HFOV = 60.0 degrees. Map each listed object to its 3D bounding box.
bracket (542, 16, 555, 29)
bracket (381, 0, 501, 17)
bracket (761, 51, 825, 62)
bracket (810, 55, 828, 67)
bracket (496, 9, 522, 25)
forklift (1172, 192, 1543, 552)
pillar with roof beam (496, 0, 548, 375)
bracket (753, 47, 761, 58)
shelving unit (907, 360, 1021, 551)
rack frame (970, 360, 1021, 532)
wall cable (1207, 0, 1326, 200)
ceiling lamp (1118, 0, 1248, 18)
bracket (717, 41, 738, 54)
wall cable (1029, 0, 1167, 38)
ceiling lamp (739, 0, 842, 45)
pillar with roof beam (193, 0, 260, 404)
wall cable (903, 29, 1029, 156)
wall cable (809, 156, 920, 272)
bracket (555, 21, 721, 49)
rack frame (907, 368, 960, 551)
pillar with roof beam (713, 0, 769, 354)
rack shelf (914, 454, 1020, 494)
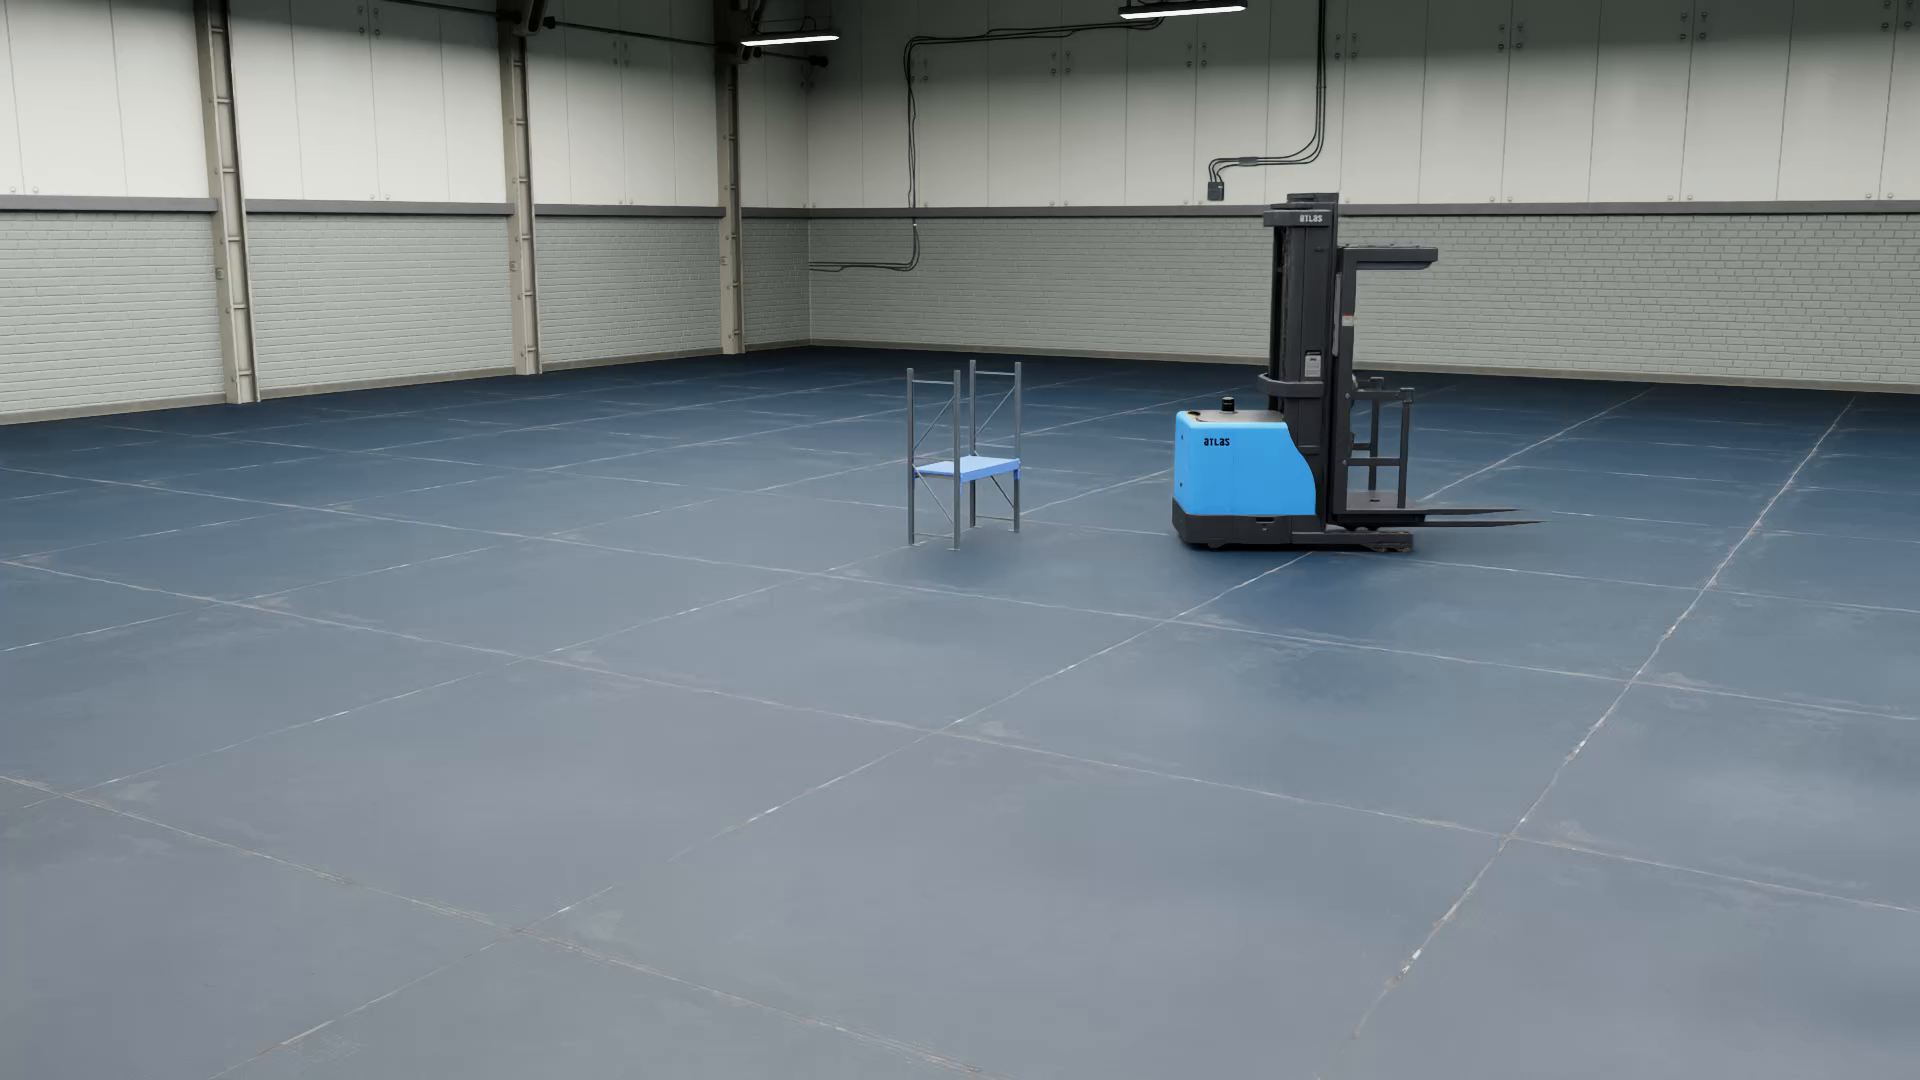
[{"bbox_3d":[-7.482,-9.305,29.837,0.235,0.232,0.430,6,12,31],"label":"bracket"},{"bbox_3d":[-9.251,-8.770,26.975,0.076,0.066,4.783,6,12,31],"label":"bracket"},{"bbox_3d":[-3.443,-10.529,36.372,0.076,0.066,3.189,6,12,31],"label":"bracket"},{"bbox_3d":[-3.137,-10.622,36.868,0.235,0.232,0.430,6,12,31],"label":"bracket"},{"bbox_3d":[-7.913,-9.175,29.140,0.235,0.232,0.430,6,12,31],"label":"bracket"},{"bbox_3d":[3.397,-1.439,14.088,3.031,2.935,1.130,0,11,0],"label":"forklift"},{"bbox_3d":[-4.322,-7.093,27.804,9.100,9.000,0.548,6,12,31],"label":"pillar with roof beam"},{"bbox_3d":[-4.367,-10.249,34.877,0.235,0.232,0.430,6,12,31],"label":"bracket"},{"bbox_3d":[0.044,-0.751,14.302,0.538,1.500,1.048,6,12,31],"label":"shelving unit"},{"bbox_3d":[0.308,-0.831,14.729,0.500,1.500,0.032,6,12,31],"label":"rack frame"},{"bbox_3d":[5.879,-9.547,31.670,2.305,6.003,0.169,6,12,31],"label":"wall cable"},{"bbox_3d":[3.483,-9.550,25.063,2.000,3.185,0.800,6,12,31],"label":"ceiling lamp"},{"bbox_3d":[-4.798,-10.118,34.180,0.235,0.232,0.430,6,12,31],"label":"bracket"},{"bbox_3d":[2.731,-11.423,33.284,3.097,2.526,0.112,6,12,31],"label":"wall cable"},{"bbox_3d":[-2.833,-10.256,28.834,2.000,3.185,0.800,6,12,31],"label":"ceiling lamp"},{"bbox_3d":[-7.437,-6.150,22.763,9.100,9.000,0.400,6,12,31],"label":"pillar with roof beam"},{"bbox_3d":[0.086,-9.483,35.281,3.097,2.526,0.112,6,12,31],"label":"wall cable"},{"bbox_3d":[-2.226,-7.259,37.127,3.097,2.526,0.112,6,12,31],"label":"wall cable"},{"bbox_3d":[-6.136,-9.713,32.016,0.076,0.066,4.783,6,12,31],"label":"bracket"},{"bbox_3d":[-0.220,-0.671,13.875,0.500,1.500,0.032,6,12,31],"label":"rack frame"},{"bbox_3d":[-1.207,-8.037,32.844,9.100,9.000,0.548,6,12,31],"label":"pillar with roof beam"},{"bbox_3d":[0.044,-0.574,14.335,0.538,0.185,1.000,6,12,31],"label":"rack shelf"}]
